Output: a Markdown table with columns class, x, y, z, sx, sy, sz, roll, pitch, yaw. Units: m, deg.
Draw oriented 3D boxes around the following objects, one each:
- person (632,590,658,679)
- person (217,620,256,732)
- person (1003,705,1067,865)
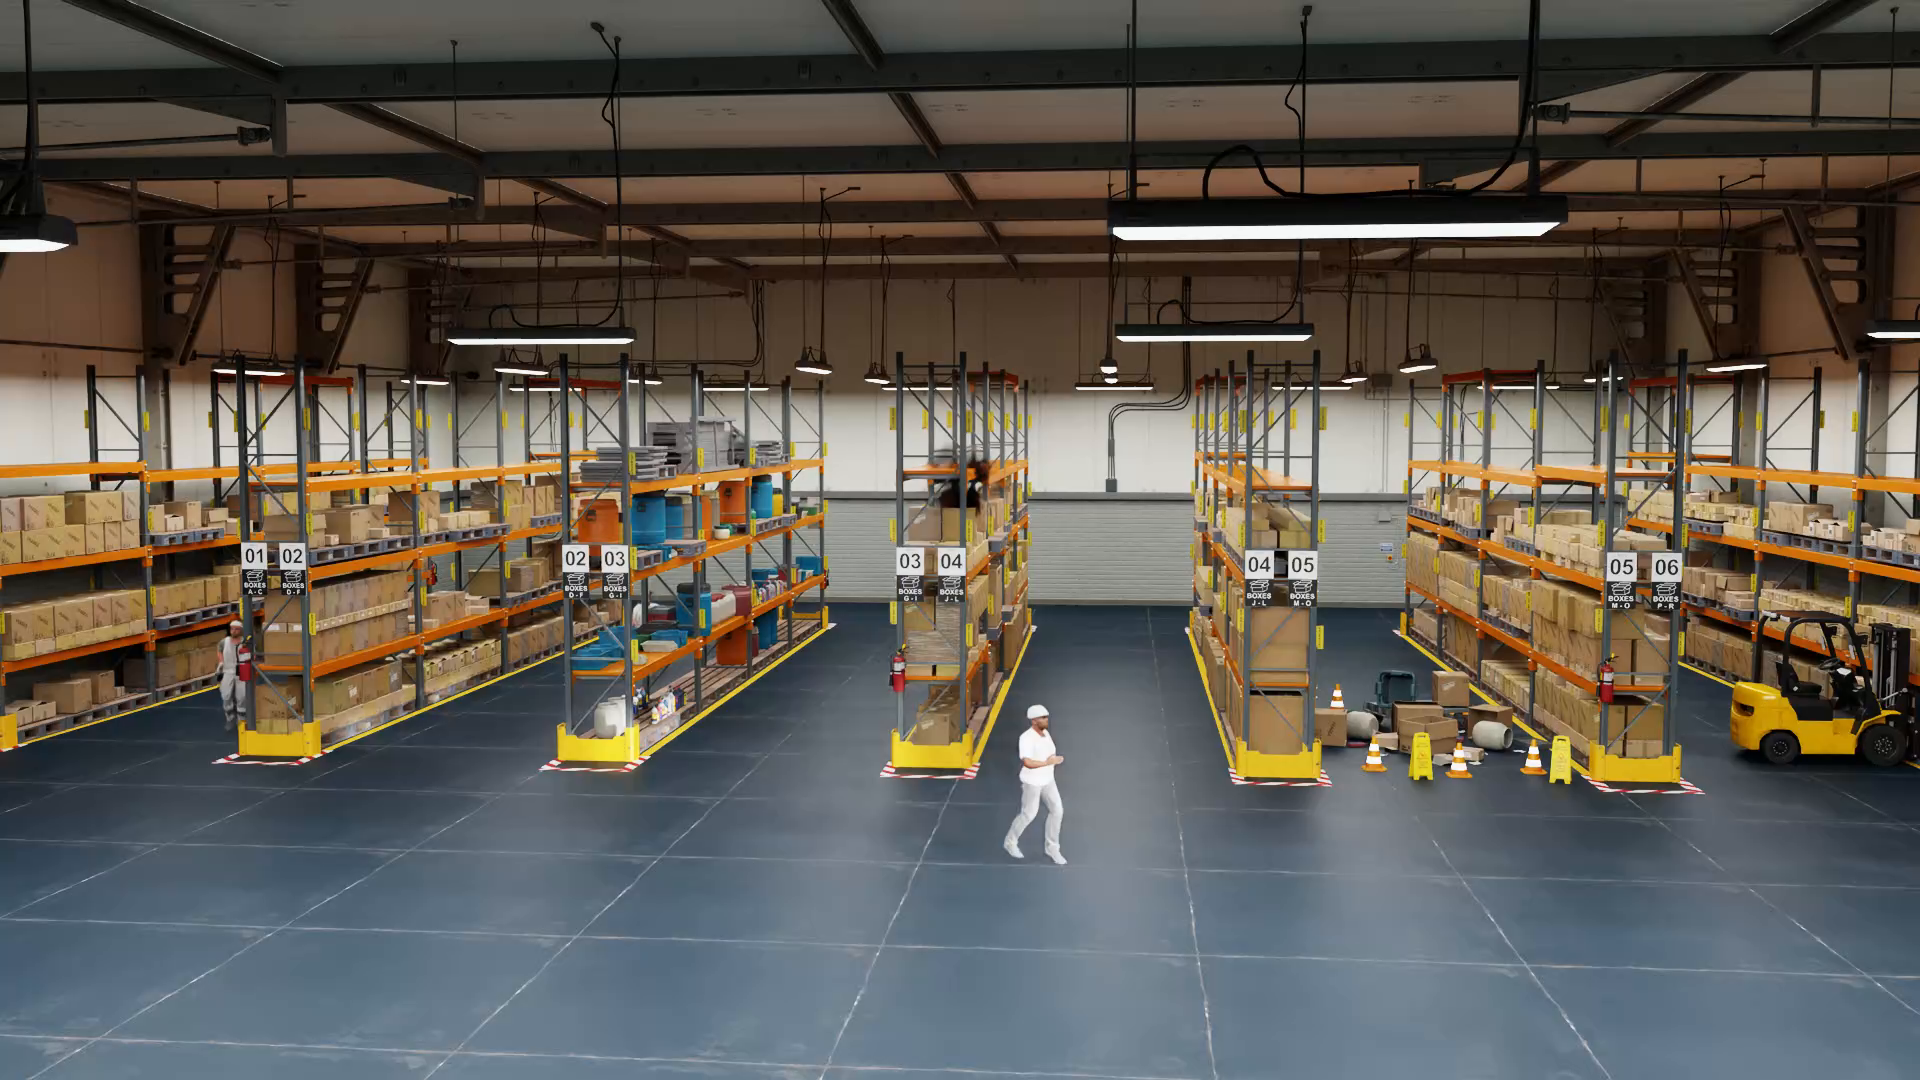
| class | x | y | z | sx | sy | sz | roll | pitch | yaw |
| --- | --- | --- | --- | --- | --- | --- | --- | --- | --- |
| person | -6.078 | 1.834 | 32.272 | 0.648 | 1.756 | 0.613 | 0 | 4 | -2 |
| person | -11.742 | 2.203 | 26.950 | 0.632 | 1.806 | 0.724 | -1 | 4 | -14 |
| person | 0.858 | 2.776 | 18.865 | 0.787 | 1.834 | 0.720 | 3 | 5 | 34 |
